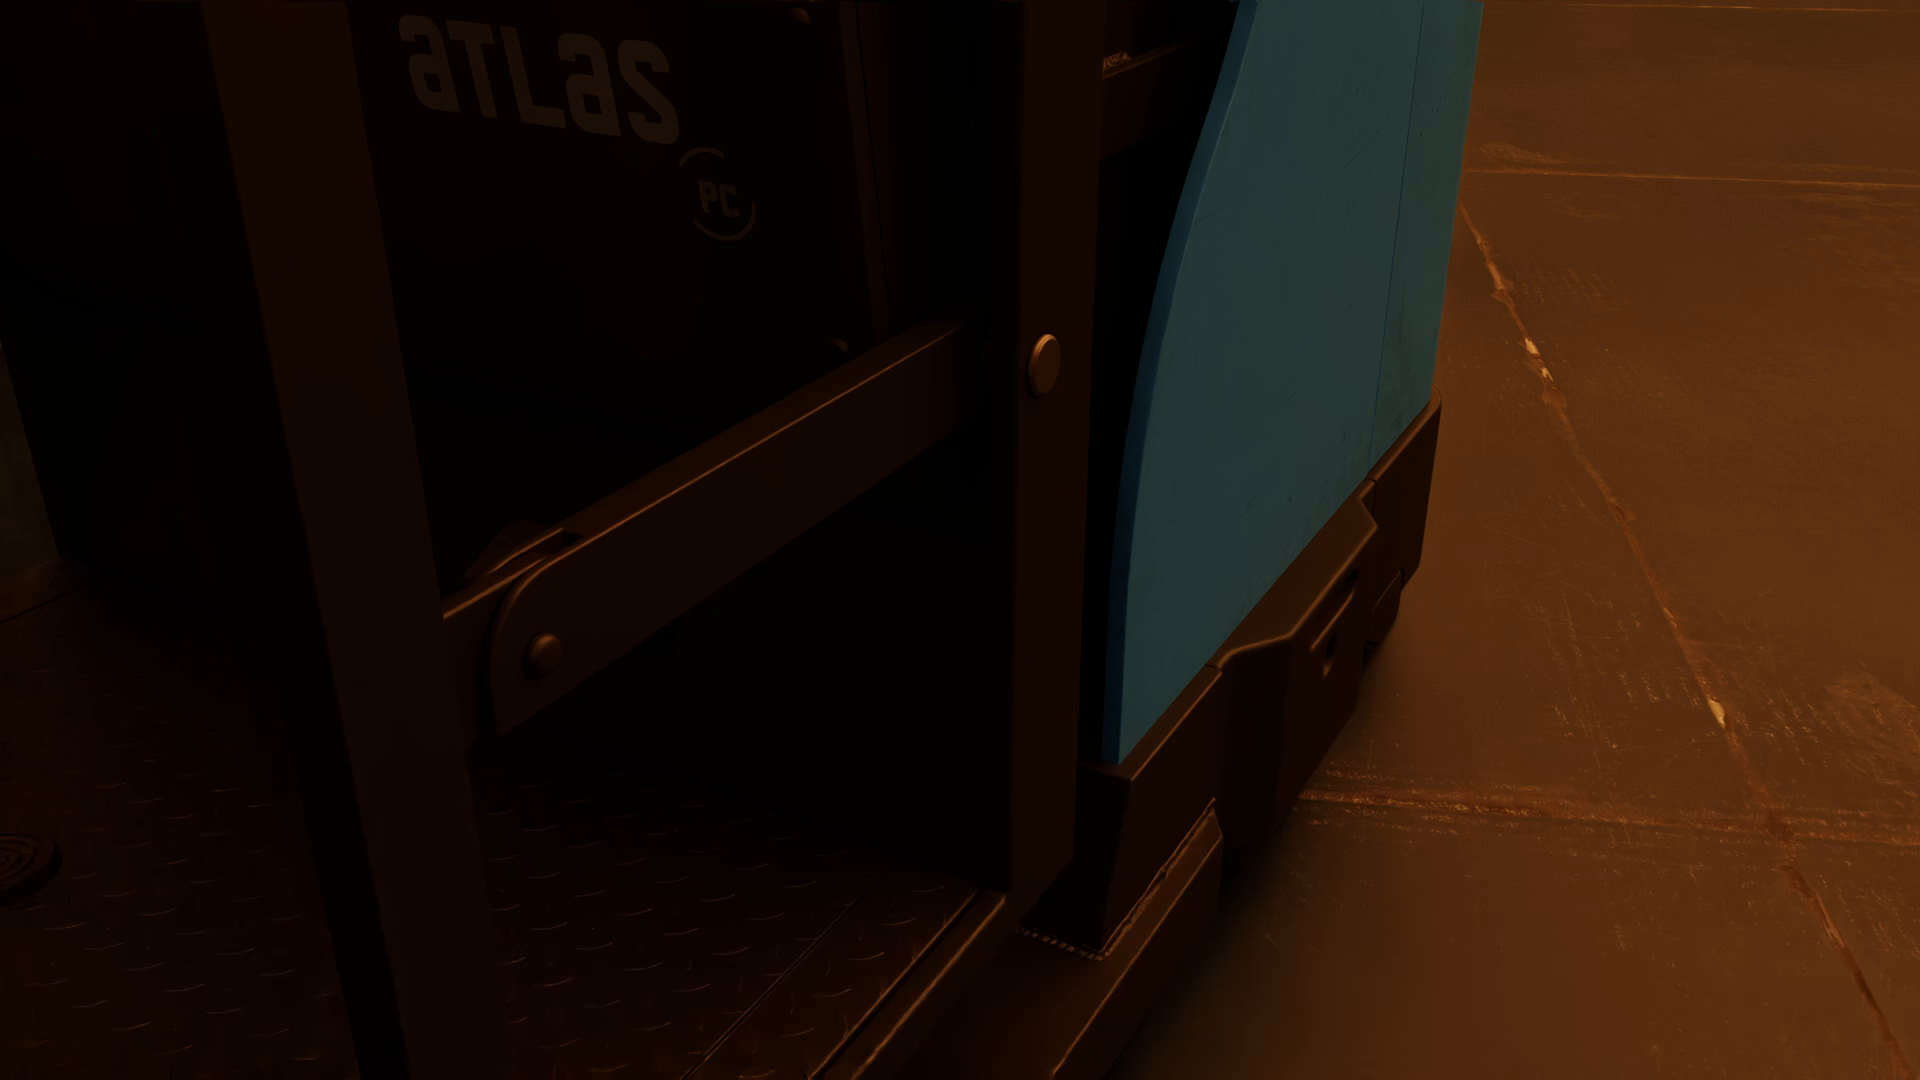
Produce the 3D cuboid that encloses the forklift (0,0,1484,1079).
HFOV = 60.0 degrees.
[{"bbox_3d":[-0.534,-0.778,0.775,1.130,2.935,3.031,14,30,26],"label":"forklift"}]
